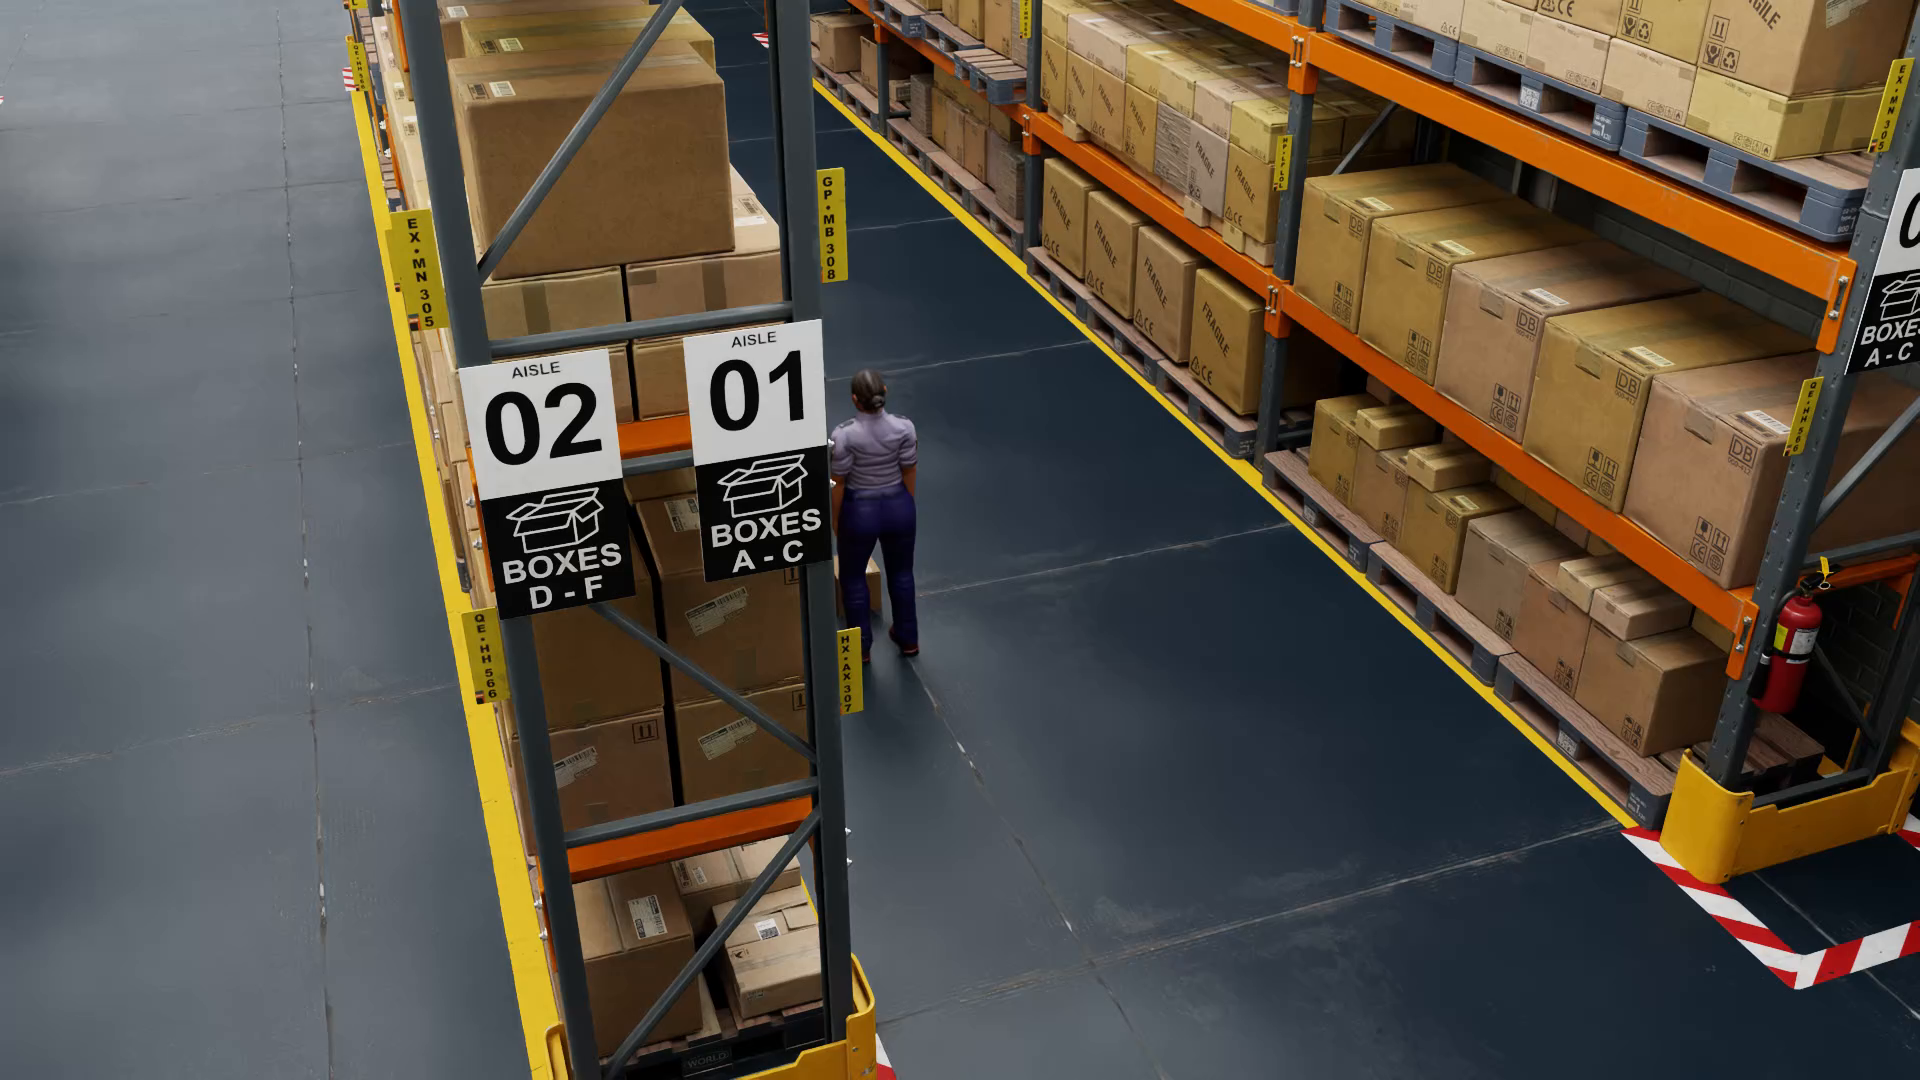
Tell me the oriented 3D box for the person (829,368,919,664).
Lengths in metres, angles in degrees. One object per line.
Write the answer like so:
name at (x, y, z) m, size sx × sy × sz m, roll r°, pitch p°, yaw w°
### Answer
person at (-0.456, -0.126, 8.581) m, size 0.470 × 1.642 × 0.342 m, roll -10°, pitch 31°, yaw -17°
